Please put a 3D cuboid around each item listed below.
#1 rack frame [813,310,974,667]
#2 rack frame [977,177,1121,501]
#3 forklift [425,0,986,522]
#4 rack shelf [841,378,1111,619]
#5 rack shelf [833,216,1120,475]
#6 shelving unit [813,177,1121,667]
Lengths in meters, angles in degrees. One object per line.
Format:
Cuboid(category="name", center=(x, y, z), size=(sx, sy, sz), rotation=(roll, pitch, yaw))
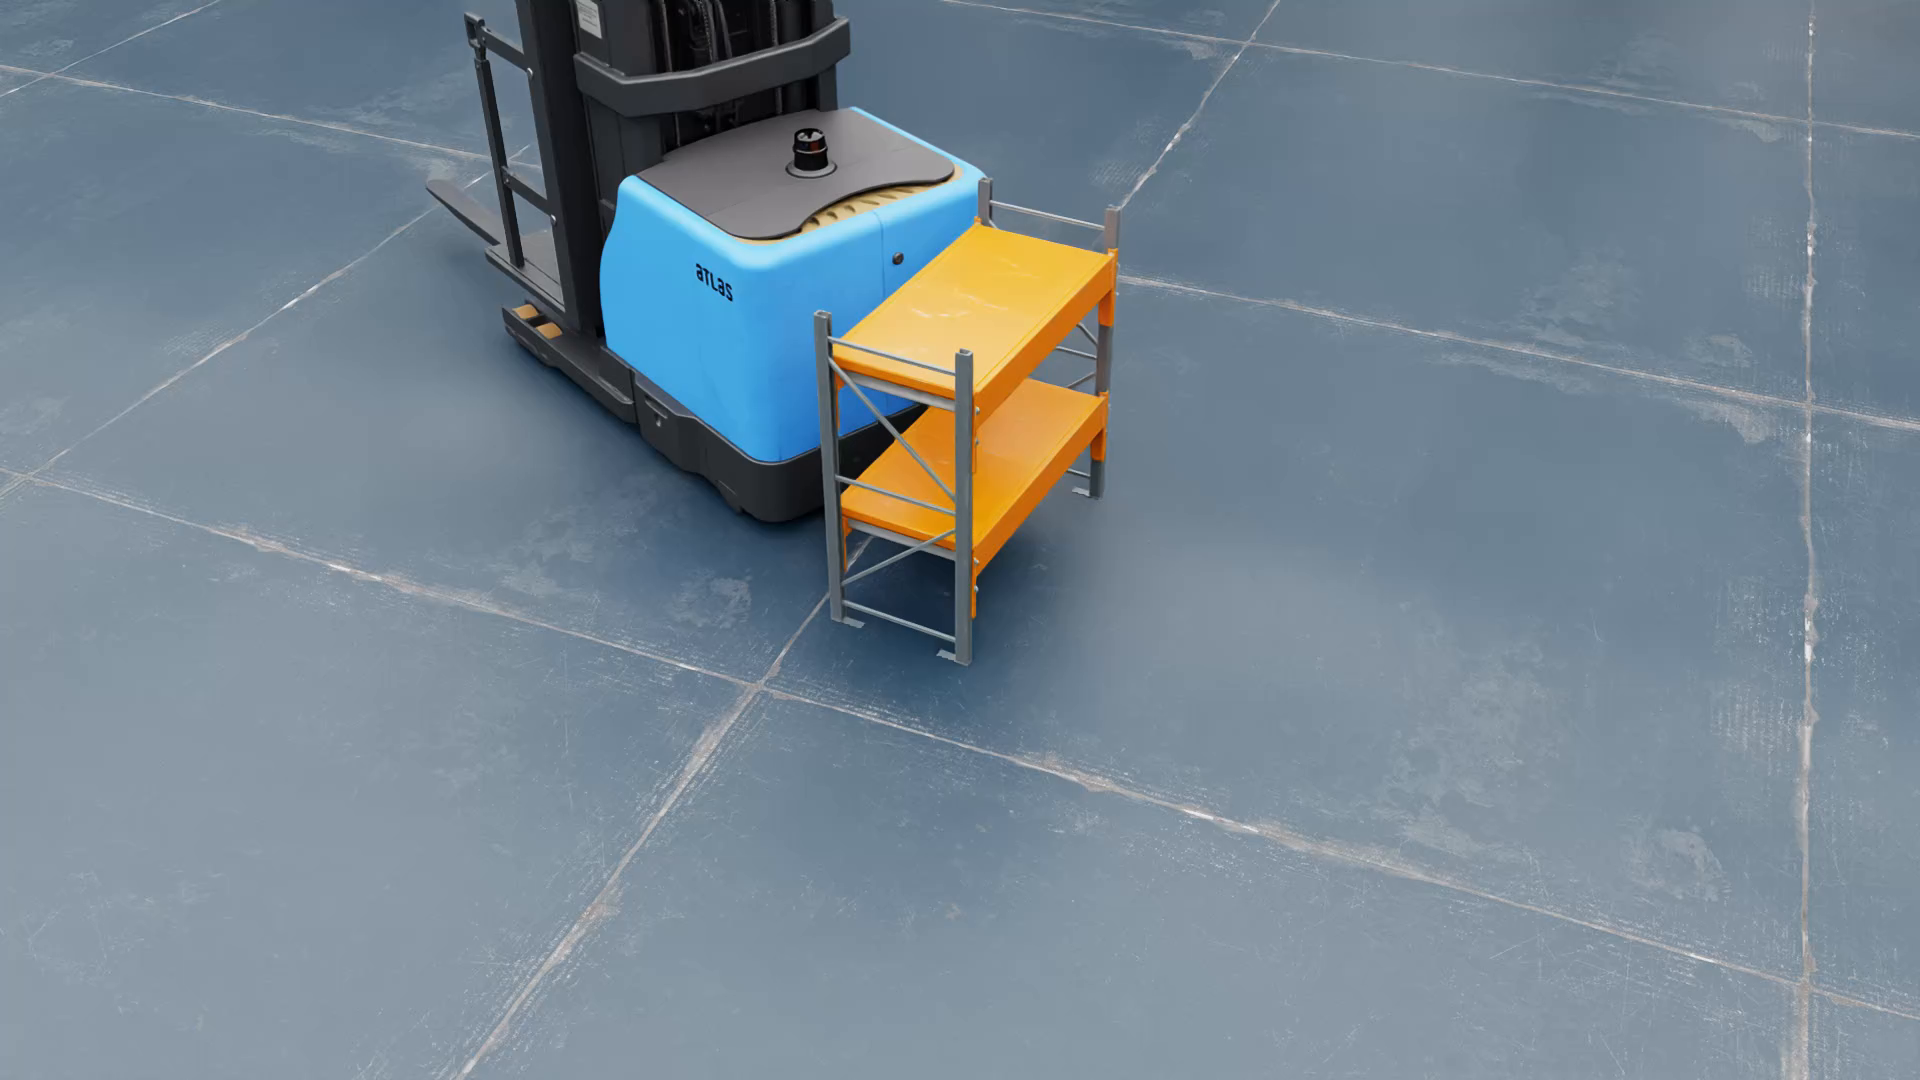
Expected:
Cuboid(category="rack frame", center=(-0.190, -0.130, 4.984), size=(0.500, 1.125, 0.032), rotation=(18, 40, 22))
Cuboid(category="rack frame", center=(0.286, -0.668, 5.704), size=(0.500, 1.125, 0.032), rotation=(18, 40, 22))
Cuboid(category="forklift", center=(-1.209, -2.049, 6.043), size=(1.130, 2.935, 3.031), rotation=(-26, 44, -31))
Cuboid(category="rack shelf", center=(0.048, -0.203, 5.490), size=(0.538, 0.278, 1.000), rotation=(18, 40, 22))
Cuboid(category="rack shelf", center=(0.048, -0.633, 5.169), size=(0.538, 0.278, 1.000), rotation=(18, 40, 22))
Cuboid(category="shelving unit", center=(0.048, -0.399, 5.344), size=(0.538, 1.125, 1.048), rotation=(18, 40, 22))
